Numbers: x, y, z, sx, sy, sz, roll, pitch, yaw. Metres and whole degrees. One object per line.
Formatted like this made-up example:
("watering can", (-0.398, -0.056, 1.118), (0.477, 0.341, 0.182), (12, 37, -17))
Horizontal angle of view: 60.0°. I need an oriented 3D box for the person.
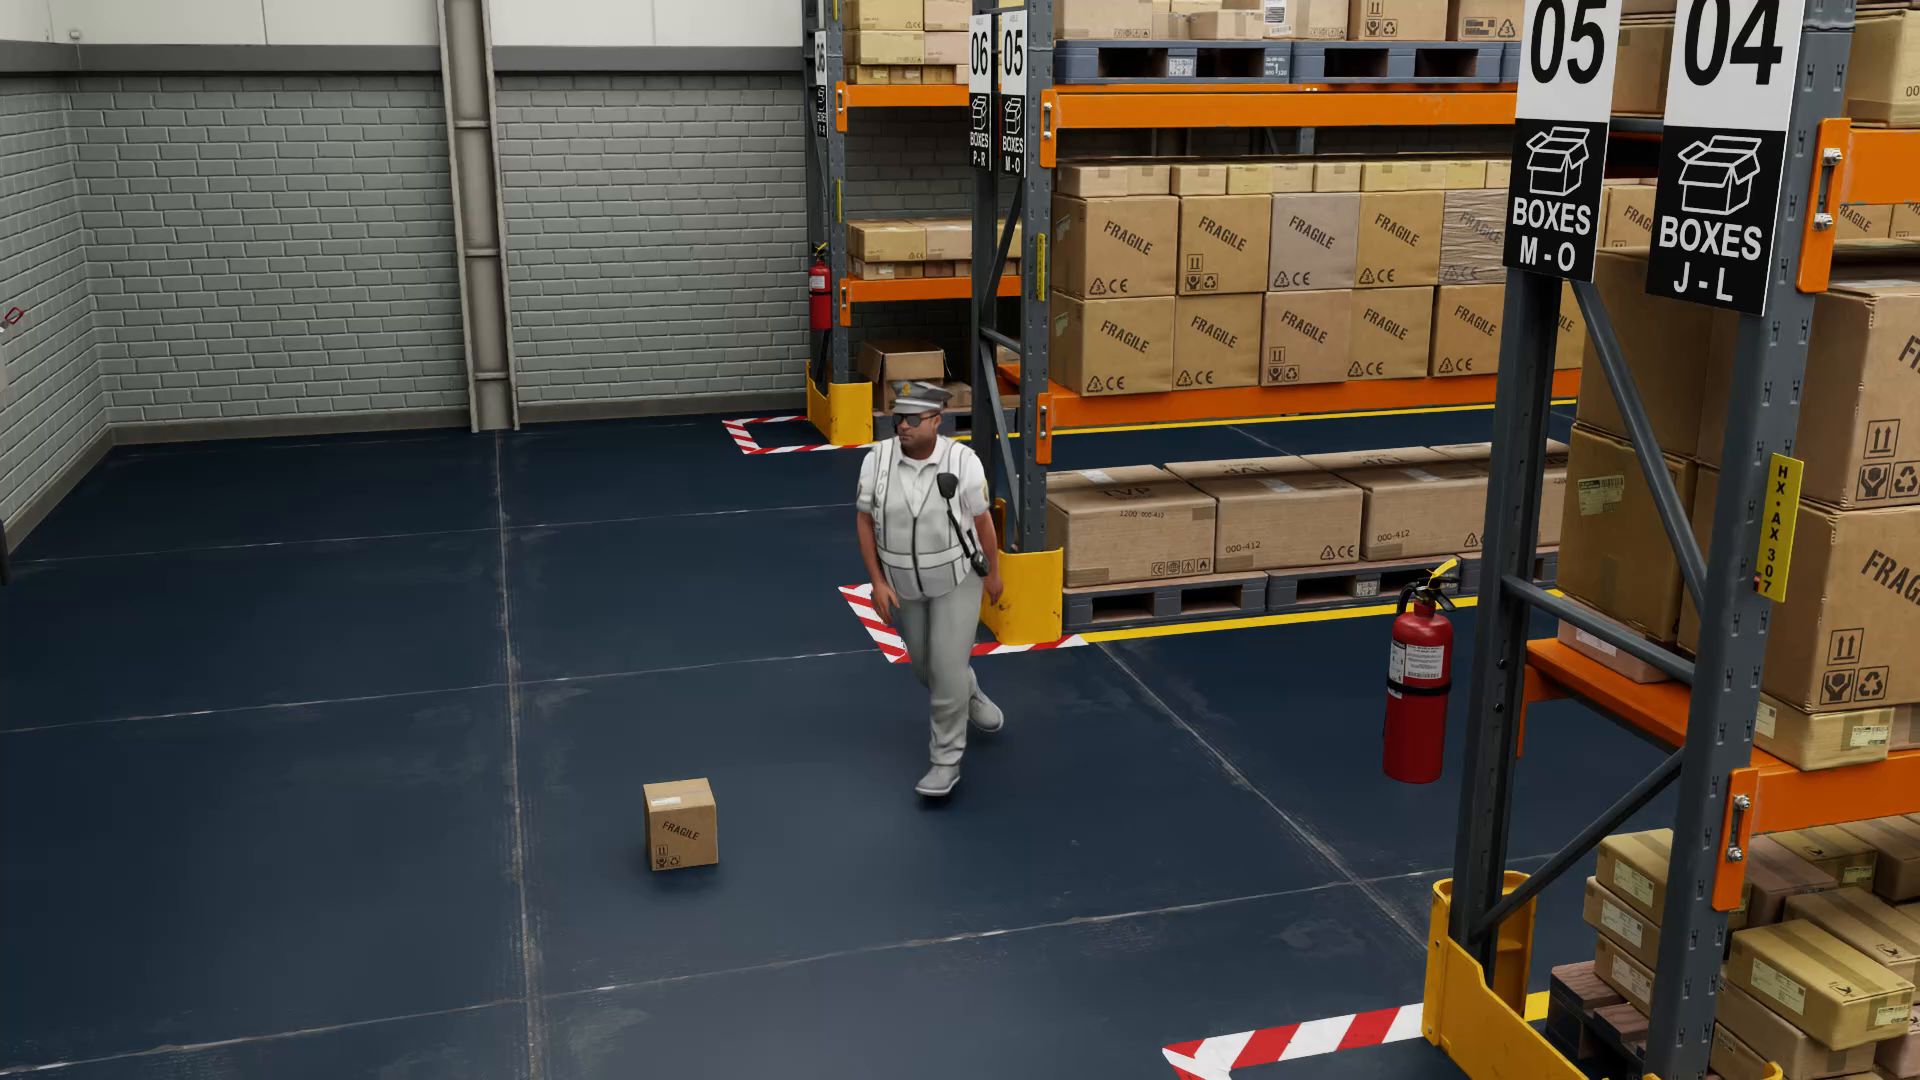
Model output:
("person", (-0.125, 0.139, 7.018), (0.576, 1.724, 0.893), (4, 16, 13))
